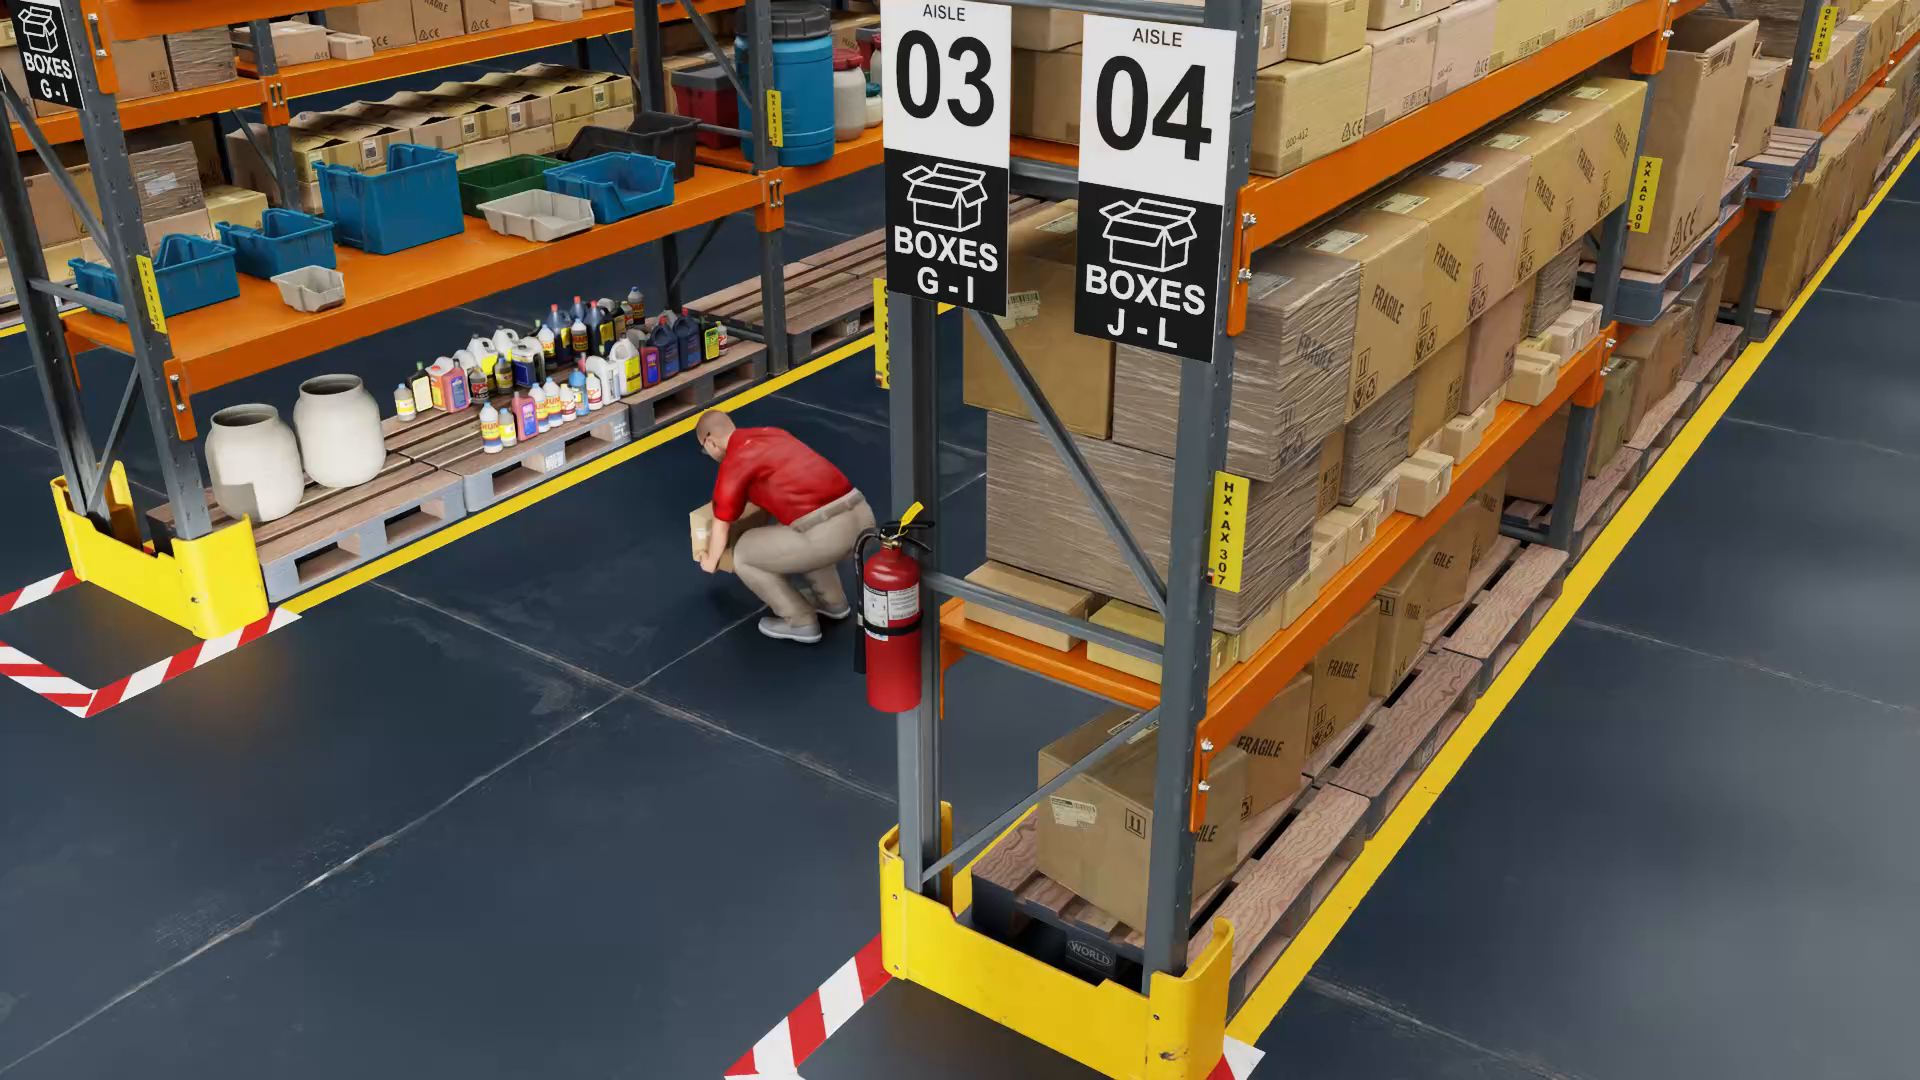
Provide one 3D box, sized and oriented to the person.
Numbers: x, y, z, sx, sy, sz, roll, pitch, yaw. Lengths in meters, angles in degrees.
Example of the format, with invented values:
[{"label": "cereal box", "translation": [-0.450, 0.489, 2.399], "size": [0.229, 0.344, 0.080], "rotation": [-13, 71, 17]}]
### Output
[{"label": "person", "translation": [-0.822, -0.079, 7.632], "size": [0.894, 0.984, 0.522], "rotation": [16, 31, 29]}]
